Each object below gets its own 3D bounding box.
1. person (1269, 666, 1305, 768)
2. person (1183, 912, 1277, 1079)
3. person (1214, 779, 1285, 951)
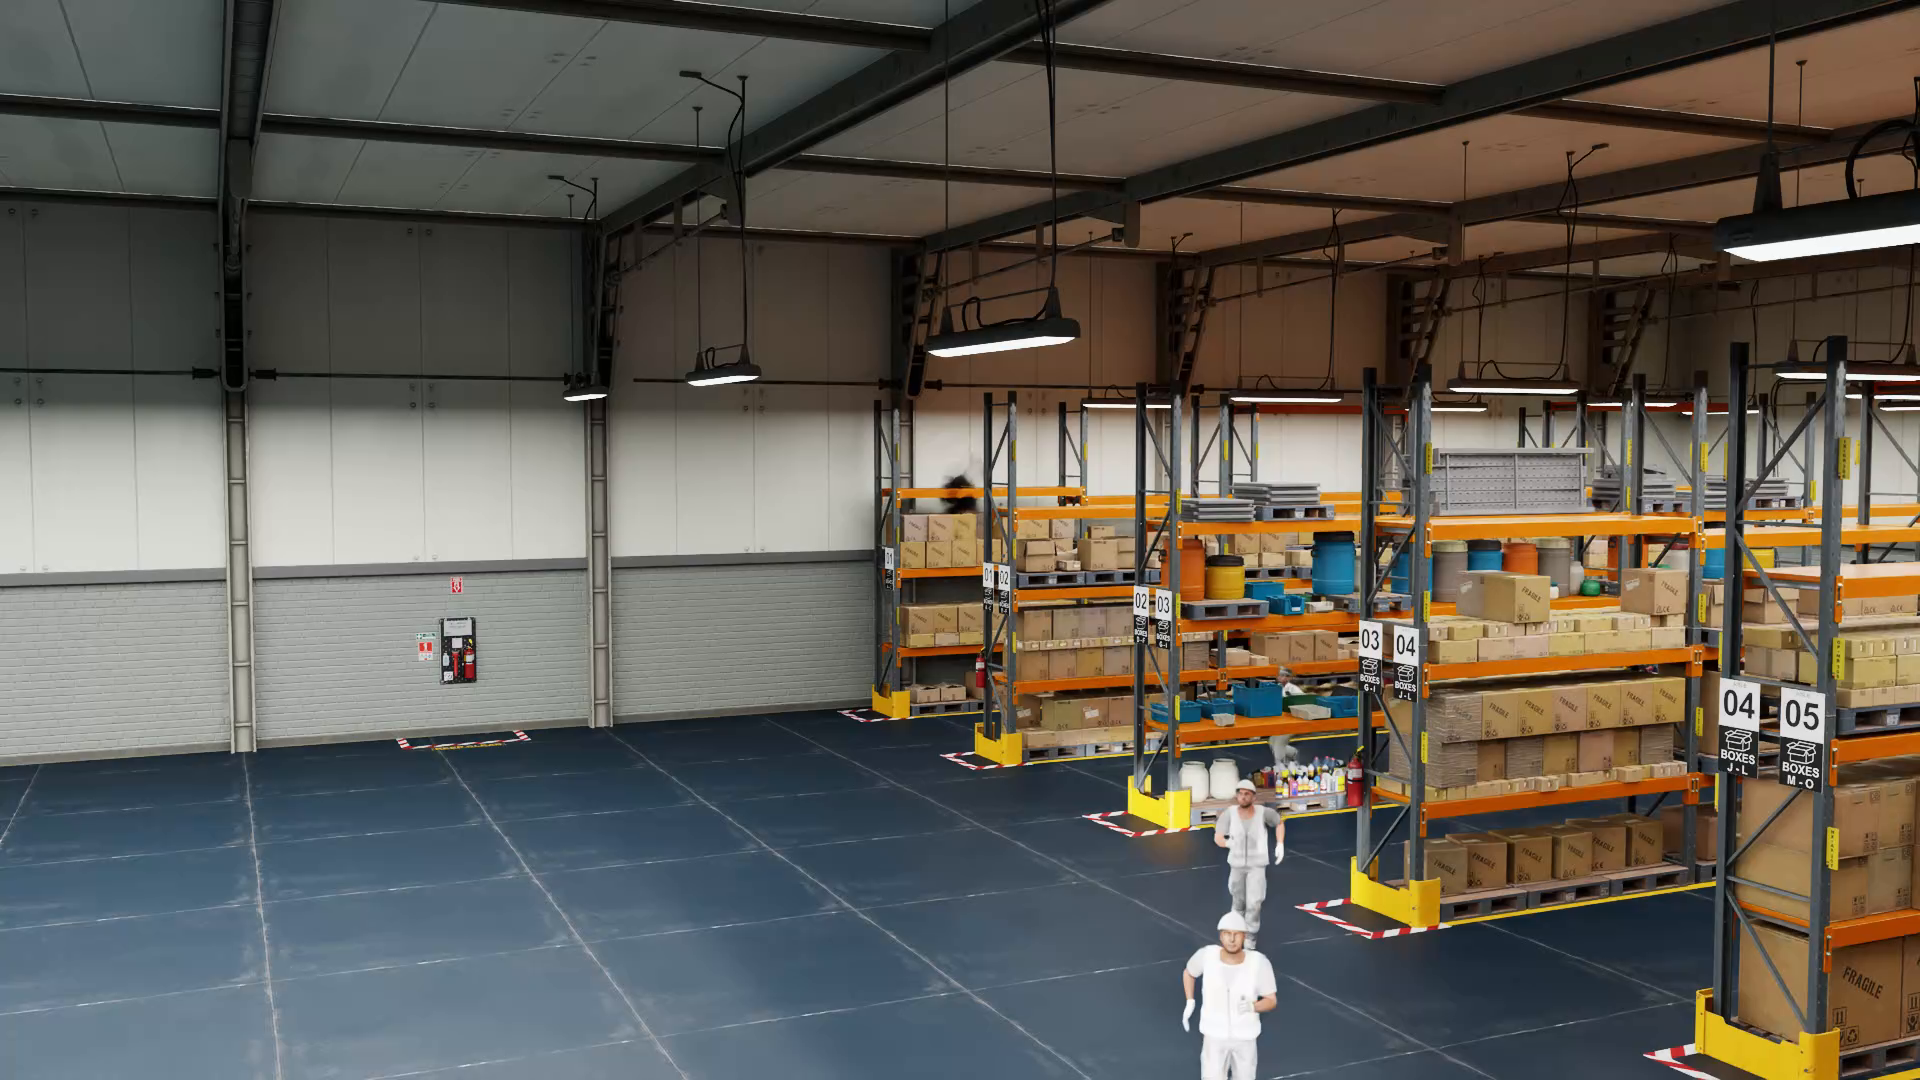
[{"bbox_3d":[5.024,2.814,25.662,0.775,1.759,0.662,-3,4,-41],"label":"person"},{"bbox_3d":[1.930,3.578,11.907,0.660,1.847,0.781,0,3,6],"label":"person"},{"bbox_3d":[2.906,3.297,16.713,0.674,1.832,0.927,1,3,18],"label":"person"}]
